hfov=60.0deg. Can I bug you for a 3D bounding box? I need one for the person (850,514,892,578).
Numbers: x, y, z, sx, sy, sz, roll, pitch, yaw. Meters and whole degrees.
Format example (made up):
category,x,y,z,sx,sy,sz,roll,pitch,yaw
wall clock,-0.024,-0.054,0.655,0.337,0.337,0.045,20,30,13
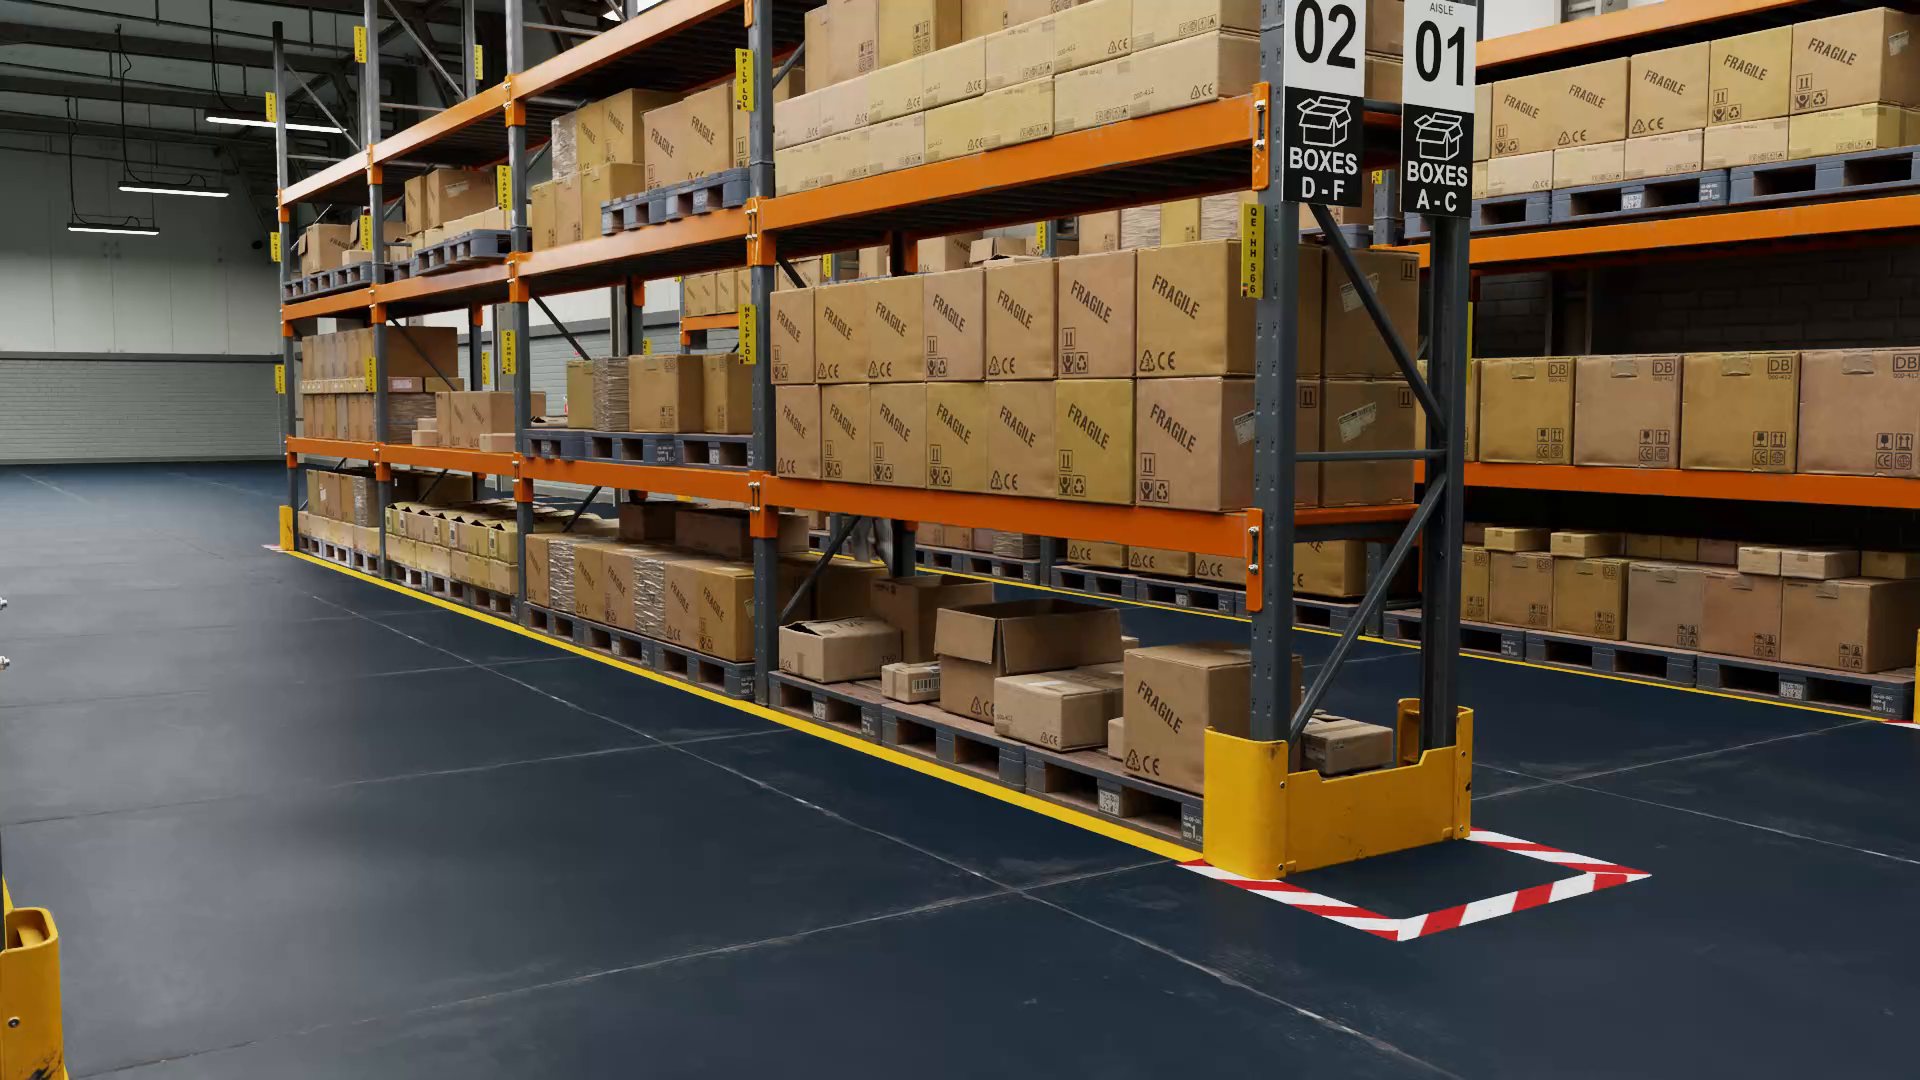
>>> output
category,x,y,z,sx,sy,sz,roll,pitch,yaw
person,-0.704,-0.282,13.821,0.444,1.649,0.737,-2,5,-22
